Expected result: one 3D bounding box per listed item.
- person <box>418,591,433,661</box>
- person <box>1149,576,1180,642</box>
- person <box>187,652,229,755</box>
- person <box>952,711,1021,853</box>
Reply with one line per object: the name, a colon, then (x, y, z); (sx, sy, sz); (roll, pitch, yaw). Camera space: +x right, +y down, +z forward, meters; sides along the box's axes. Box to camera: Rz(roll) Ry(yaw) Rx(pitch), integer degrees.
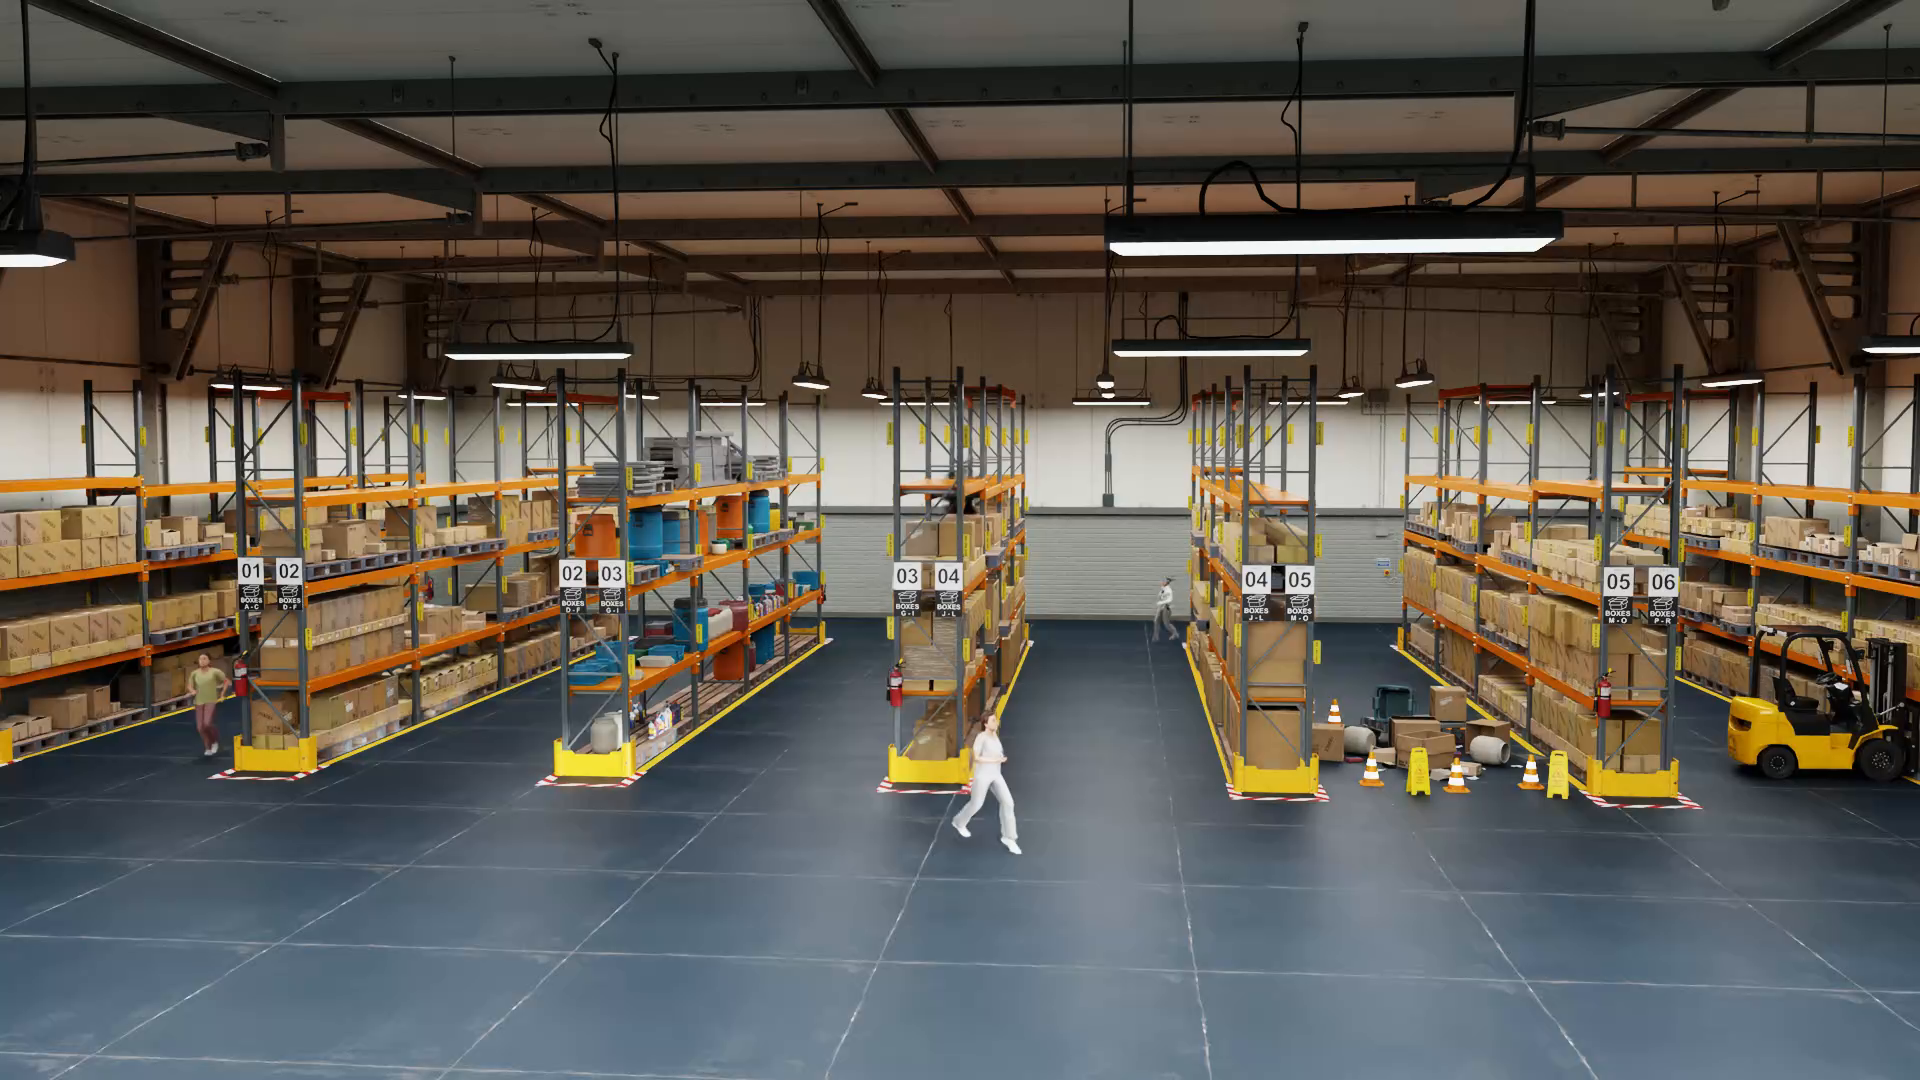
person: (-11.445, 1.947, 35.574); (0.592, 1.730, 0.840); (0, 4, -1)
person: (5.041, 1.704, 40.372); (0.777, 1.699, 0.657); (-1, 4, -15)
person: (-11.764, 2.561, 25.946); (0.558, 1.634, 0.592); (0, 4, -5)
person: (0.284, 2.923, 20.221); (1.009, 1.709, 0.534); (3, 5, 43)
